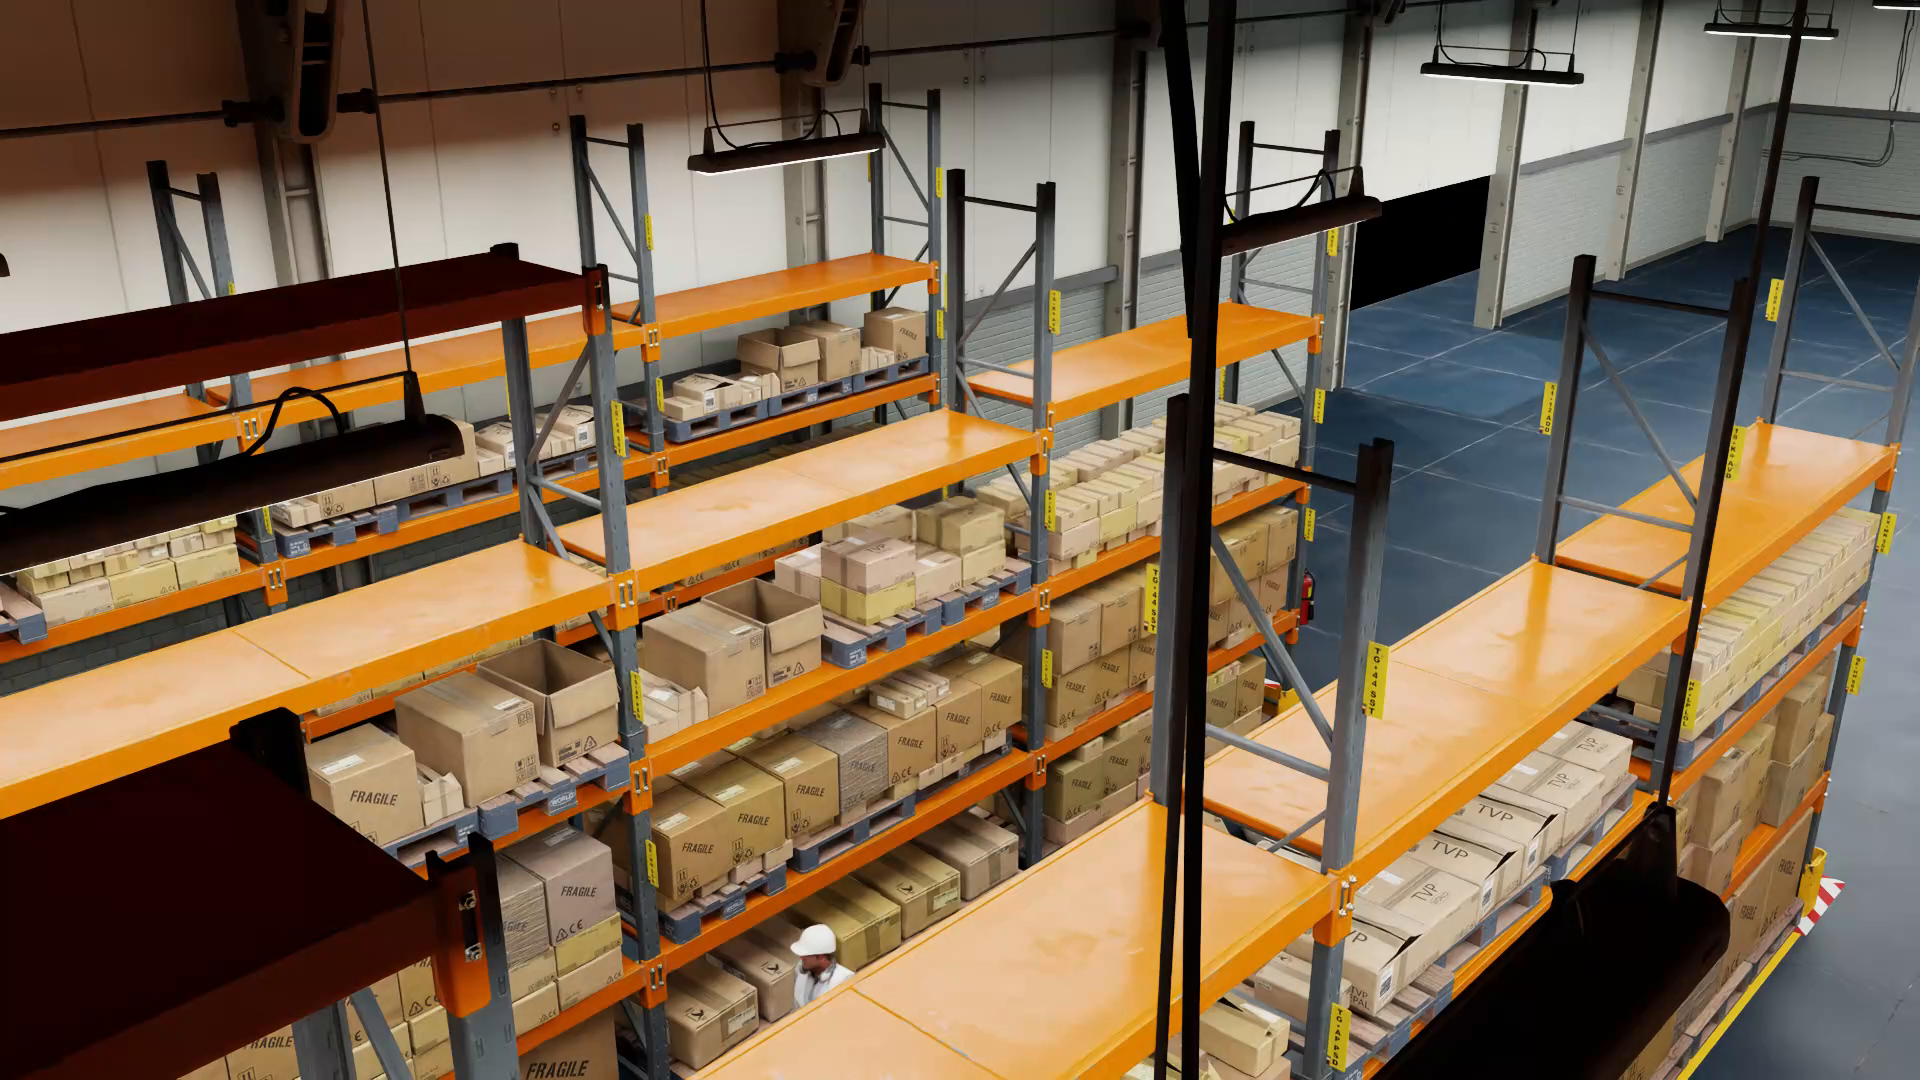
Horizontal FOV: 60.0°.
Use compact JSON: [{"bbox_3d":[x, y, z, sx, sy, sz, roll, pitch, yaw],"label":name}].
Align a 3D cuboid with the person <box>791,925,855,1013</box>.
[{"bbox_3d":[-0.905,3.344,10.967,0.583,1.802,0.437,18,27,38],"label":"person"}]
